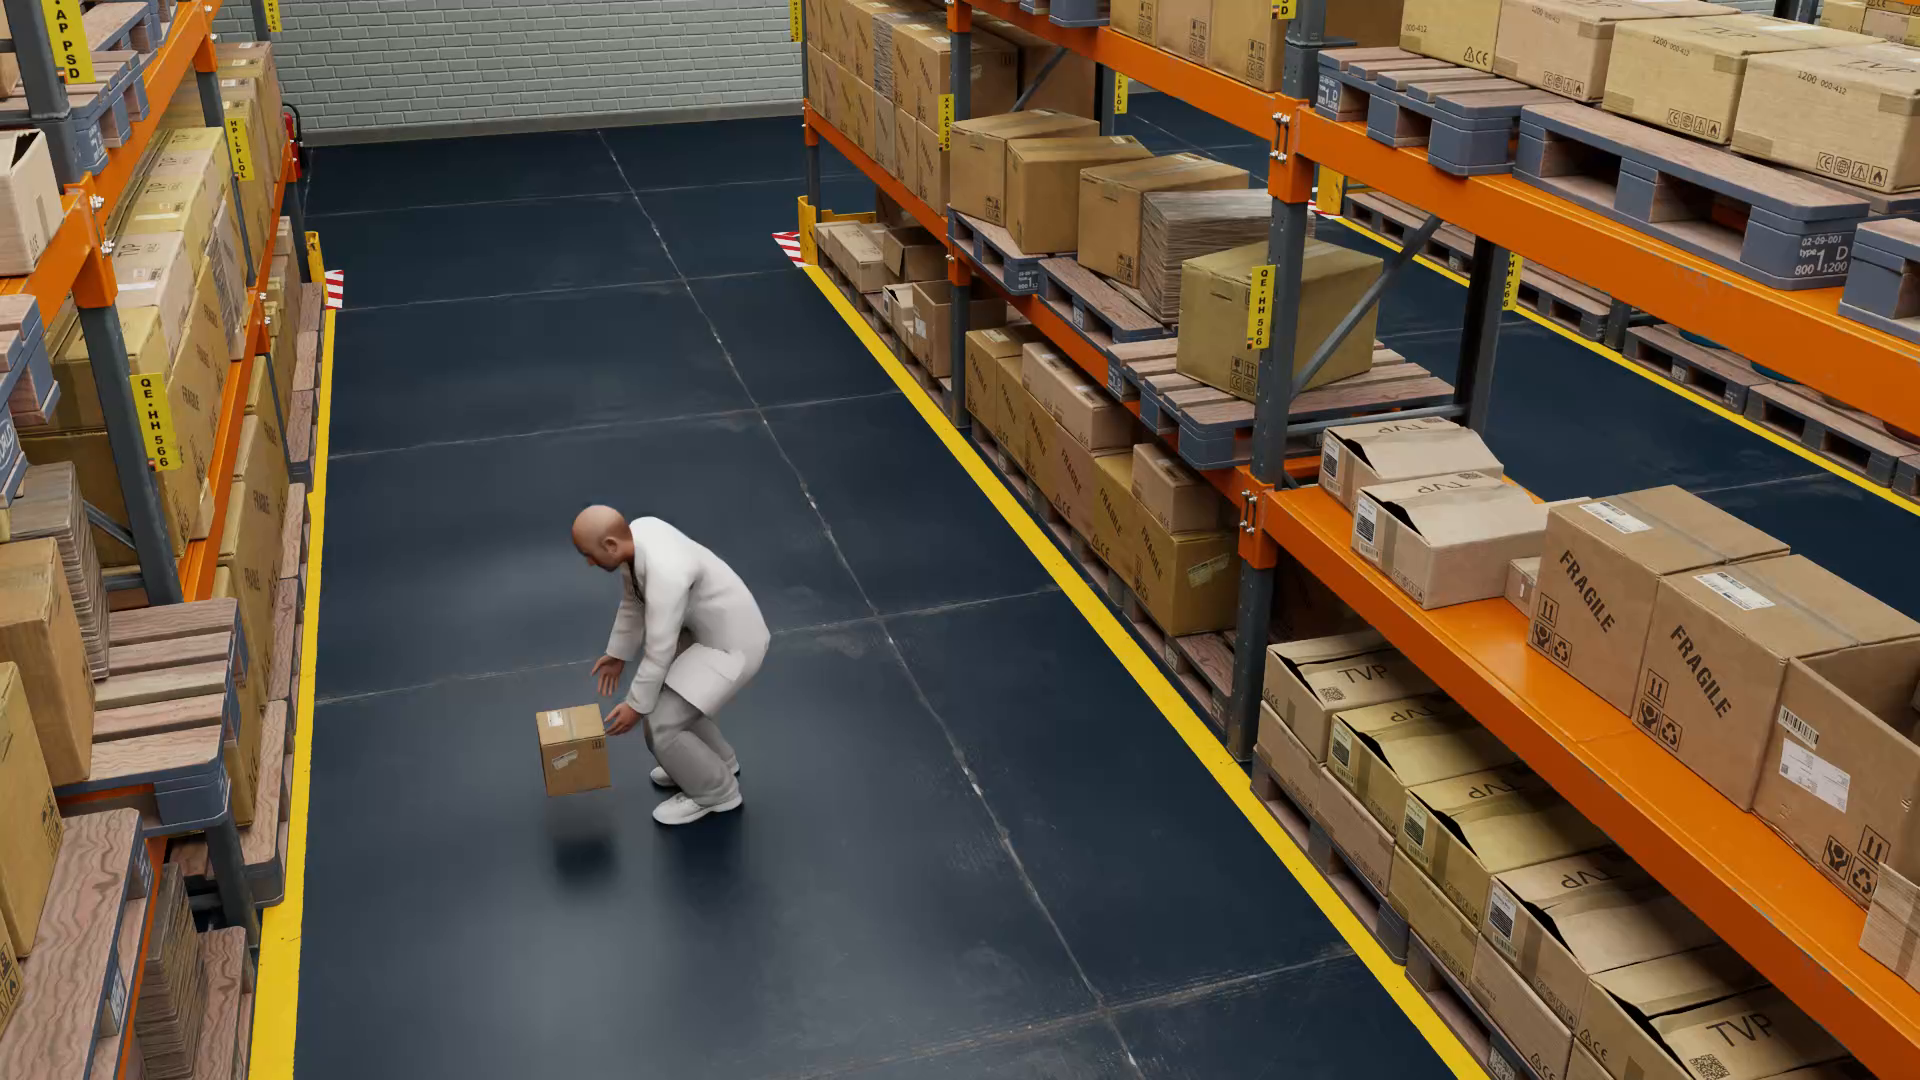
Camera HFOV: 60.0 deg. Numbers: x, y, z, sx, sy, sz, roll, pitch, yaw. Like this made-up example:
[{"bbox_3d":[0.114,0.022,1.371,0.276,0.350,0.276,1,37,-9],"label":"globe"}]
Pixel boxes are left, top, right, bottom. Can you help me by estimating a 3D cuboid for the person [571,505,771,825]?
[{"bbox_3d":[-1.116,0.466,6.630,0.734,1.382,0.632,-8,27,-16],"label":"person"}]
